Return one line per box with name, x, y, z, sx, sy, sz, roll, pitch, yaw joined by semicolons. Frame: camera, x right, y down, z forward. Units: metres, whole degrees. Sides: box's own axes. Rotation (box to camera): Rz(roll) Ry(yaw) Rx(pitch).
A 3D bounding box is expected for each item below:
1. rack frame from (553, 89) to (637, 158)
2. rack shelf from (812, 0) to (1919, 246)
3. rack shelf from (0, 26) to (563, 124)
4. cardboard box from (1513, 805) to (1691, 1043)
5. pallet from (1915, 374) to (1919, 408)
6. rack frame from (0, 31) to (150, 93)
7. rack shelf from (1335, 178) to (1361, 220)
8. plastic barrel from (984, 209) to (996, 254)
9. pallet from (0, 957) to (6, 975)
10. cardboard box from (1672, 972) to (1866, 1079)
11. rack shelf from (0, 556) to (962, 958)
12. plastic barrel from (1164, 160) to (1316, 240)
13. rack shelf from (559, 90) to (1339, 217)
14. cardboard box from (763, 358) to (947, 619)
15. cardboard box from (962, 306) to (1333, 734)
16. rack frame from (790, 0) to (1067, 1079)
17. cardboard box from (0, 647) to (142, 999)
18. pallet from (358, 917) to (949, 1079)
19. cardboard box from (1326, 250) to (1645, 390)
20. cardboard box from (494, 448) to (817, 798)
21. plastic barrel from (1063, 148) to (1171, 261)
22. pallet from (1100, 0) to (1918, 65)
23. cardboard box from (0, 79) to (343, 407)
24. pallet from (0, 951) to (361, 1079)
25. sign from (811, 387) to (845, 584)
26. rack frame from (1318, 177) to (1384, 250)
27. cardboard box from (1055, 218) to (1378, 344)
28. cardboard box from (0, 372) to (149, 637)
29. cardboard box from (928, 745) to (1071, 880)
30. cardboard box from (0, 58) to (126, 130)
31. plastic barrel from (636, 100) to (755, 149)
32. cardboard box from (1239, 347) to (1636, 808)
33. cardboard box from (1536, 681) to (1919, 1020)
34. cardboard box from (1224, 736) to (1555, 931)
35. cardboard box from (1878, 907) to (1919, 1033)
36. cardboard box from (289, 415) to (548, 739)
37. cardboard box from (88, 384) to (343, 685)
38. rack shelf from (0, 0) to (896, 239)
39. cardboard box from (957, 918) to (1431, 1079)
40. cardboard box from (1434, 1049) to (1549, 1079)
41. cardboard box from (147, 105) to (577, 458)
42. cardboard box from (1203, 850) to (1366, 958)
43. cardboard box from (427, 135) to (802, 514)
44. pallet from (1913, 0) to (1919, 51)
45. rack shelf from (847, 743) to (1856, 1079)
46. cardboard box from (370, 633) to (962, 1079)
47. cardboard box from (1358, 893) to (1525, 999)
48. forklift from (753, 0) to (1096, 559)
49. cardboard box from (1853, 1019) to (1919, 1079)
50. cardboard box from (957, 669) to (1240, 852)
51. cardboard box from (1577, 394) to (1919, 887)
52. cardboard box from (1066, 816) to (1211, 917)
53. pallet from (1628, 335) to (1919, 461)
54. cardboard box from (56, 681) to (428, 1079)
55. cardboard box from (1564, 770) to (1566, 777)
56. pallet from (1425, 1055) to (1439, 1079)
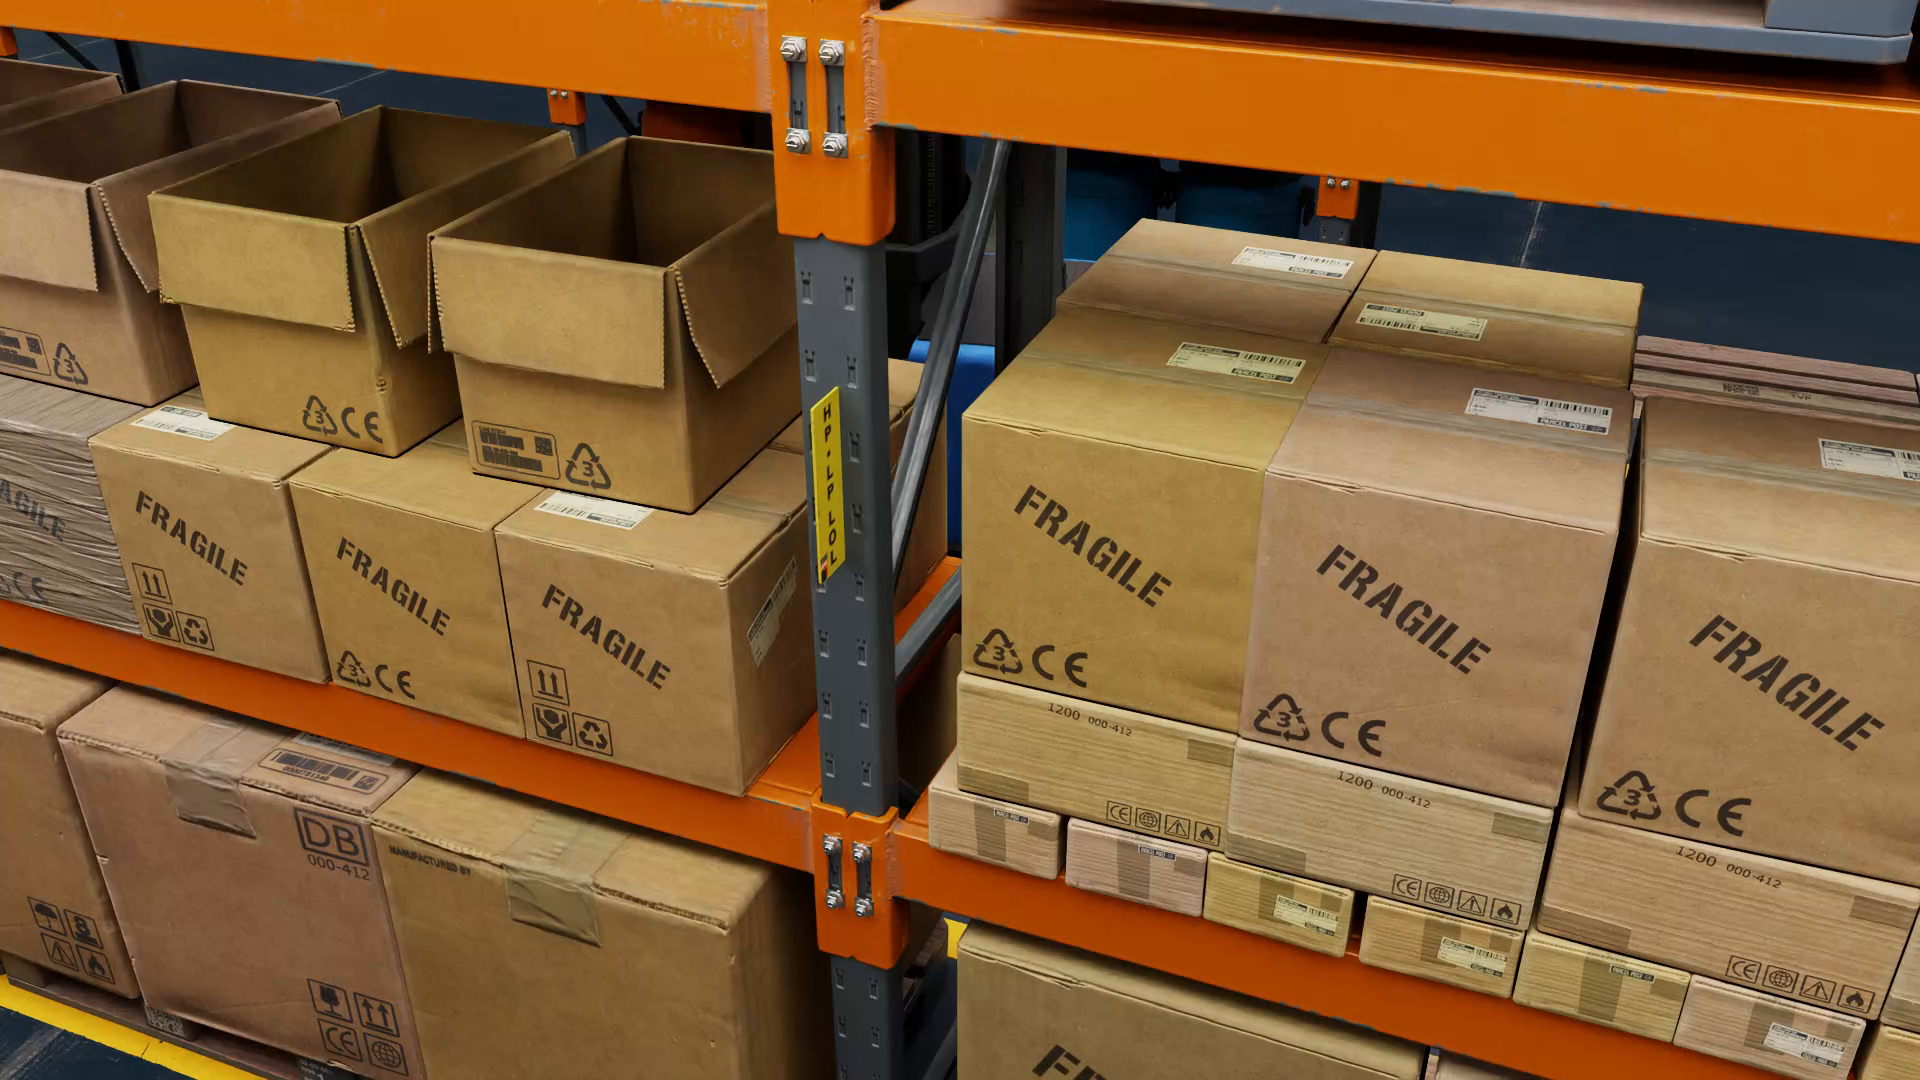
rack frame;-1.866;-2.867;8.774;0.127;3.000;1.000;11;31;19
rack shelf;1.832;-0.491;2.253;4.000;0.370;1.077;11;31;19
rack shelf;-3.719;-2.924;9.605;4.000;0.370;1.077;11;31;19
cardboard box;1.097;0.639;2.826;0.250;0.149;0.380;11;31;18
pallet;4.797;-0.343;7.142;1.213;0.211;1.003;11;31;19
rack frame;-5.573;-3.607;10.083;0.127;3.000;1.000;11;31;19
rack shelf;3.694;-1.444;6.987;4.000;0.370;1.077;11;31;19
plastic barrel;0.197;-1.611;8.654;0.421;0.512;0.421;0;29;0
pallet;-3.026;0.786;5.145;1.213;0.211;1.003;11;31;19
cardboard box;1.329;0.687;2.742;0.250;0.149;0.380;12;32;20
rack shelf;-1.875;0.075;4.300;4.000;0.370;1.077;11;31;19
plastic barrel;1.343;-1.505;8.069;0.708;0.901;0.600;11;31;19
rack shelf;-0.013;-2.184;8.296;4.000;0.370;1.077;11;31;19
cardboard box;-0.354;-0.111;3.796;0.500;0.500;0.500;11;31;19
cardboard box;0.326;-0.054;2.885;0.500;0.500;0.500;11;31;19
rack frame;-0.022;0.132;3.469;0.127;3.000;1.000;11;31;19
cardboard box;-2.273;0.439;4.657;0.875;0.875;1.225;11;31;19
pallet;-0.765;1.237;4.347;1.213;0.211;1.003;11;31;19
cardboard box;0.968;-0.201;3.146;0.500;0.500;0.500;12;31;20
cardboard box;-0.558;0.126;3.377;0.500;0.500;0.500;11;31;19
plastic barrel;0.687;-1.636;8.301;0.708;0.901;0.600;11;31;19
pallet;0.733;-0.980;2.476;1.213;0.211;1.003;11;31;19
cardboard box;-1.830;-0.703;3.825;0.637;0.503;0.797;12;32;21
pallet;-1.899;1.012;4.745;1.213;0.211;1.003;11;31;19
sign;-0.217;-0.089;2.762;0.005;0.325;0.100;11;31;19
rack frame;1.841;-2.127;7.464;0.127;3.000;1.000;11;31;19
cardboard box;0.505;-0.296;3.313;0.500;0.500;0.500;12;32;21
cardboard box;-1.963;-0.157;3.878;0.500;0.500;0.500;11;31;19
cardboard box;0.127;0.447;3.165;0.250;0.149;0.380;11;31;19
cardboard box;-2.454;-0.824;4.039;0.637;0.503;0.797;12;32;20
plastic barrel;-1.406;-2.022;9.058;0.708;0.830;0.600;11;31;19
cardboard box;0.779;0.041;2.718;0.500;0.500;0.500;11;31;19
cardboard box;1.256;0.461;2.736;0.500;0.250;0.500;12;32;20
cardboard box;0.774;0.368;2.901;0.500;0.250;0.500;11;31;19
cardboard box;1.710;0.556;2.568;0.500;0.250;0.500;11;31;19
cardboard box;-1.014;0.031;3.544;0.500;0.500;0.500;12;32;21
cardboard box;-1.500;-0.062;3.710;0.500;0.500;0.500;11;31;19
rack shelf;-1.875;-1.231;3.562;4.000;0.370;1.077;11;31;19
cardboard box;0.560;1.032;3.608;0.875;0.875;0.875;11;31;19
cardboard box;1.394;1.199;3.313;0.875;0.875;0.875;11;31;19
cardboard box;-1.248;-0.595;3.634;0.637;0.503;0.797;12;32;20
cardboard box;0.615;0.544;2.994;0.250;0.149;0.380;12;32;21
cardboard box;-0.617;-0.463;3.400;0.637;0.503;0.797;10;31;18
pallet;1.859;-0.753;2.076;1.213;0.211;1.003;11;31;19
rack shelf;1.832;0.815;2.991;4.000;0.370;1.077;11;31;19
cardboard box;-0.622;0.764;4.082;0.875;0.875;1.225;11;31;19
cardboard box;0.859;0.592;2.909;0.250;0.149;0.380;10;31;18
forklift;-0.756;-1.335;6.134;3.031;2.935;1.130;6;30;11
cardboard box;1.572;0.735;2.657;0.250;0.149;0.380;10;31;18
cardboard box;0.315;0.274;3.067;0.500;0.250;0.500;11;31;18
cardboard box;1.263;0.135;2.551;0.500;0.500;0.500;10;31;18
cardboard box;0.371;0.496;3.080;0.250;0.149;0.380;10;31;17
pallet;3.671;-0.570;7.543;1.213;0.211;1.003;11;31;19
cardboard box;-1.451;0.600;4.373;0.875;0.875;1.225;10;31;17
cardboard box;1.338;0.338;3.359;0.250;0.149;0.380;12;32;20
pallet;0.654;1.522;3.843;1.213;0.211;1.003;11;31;19
